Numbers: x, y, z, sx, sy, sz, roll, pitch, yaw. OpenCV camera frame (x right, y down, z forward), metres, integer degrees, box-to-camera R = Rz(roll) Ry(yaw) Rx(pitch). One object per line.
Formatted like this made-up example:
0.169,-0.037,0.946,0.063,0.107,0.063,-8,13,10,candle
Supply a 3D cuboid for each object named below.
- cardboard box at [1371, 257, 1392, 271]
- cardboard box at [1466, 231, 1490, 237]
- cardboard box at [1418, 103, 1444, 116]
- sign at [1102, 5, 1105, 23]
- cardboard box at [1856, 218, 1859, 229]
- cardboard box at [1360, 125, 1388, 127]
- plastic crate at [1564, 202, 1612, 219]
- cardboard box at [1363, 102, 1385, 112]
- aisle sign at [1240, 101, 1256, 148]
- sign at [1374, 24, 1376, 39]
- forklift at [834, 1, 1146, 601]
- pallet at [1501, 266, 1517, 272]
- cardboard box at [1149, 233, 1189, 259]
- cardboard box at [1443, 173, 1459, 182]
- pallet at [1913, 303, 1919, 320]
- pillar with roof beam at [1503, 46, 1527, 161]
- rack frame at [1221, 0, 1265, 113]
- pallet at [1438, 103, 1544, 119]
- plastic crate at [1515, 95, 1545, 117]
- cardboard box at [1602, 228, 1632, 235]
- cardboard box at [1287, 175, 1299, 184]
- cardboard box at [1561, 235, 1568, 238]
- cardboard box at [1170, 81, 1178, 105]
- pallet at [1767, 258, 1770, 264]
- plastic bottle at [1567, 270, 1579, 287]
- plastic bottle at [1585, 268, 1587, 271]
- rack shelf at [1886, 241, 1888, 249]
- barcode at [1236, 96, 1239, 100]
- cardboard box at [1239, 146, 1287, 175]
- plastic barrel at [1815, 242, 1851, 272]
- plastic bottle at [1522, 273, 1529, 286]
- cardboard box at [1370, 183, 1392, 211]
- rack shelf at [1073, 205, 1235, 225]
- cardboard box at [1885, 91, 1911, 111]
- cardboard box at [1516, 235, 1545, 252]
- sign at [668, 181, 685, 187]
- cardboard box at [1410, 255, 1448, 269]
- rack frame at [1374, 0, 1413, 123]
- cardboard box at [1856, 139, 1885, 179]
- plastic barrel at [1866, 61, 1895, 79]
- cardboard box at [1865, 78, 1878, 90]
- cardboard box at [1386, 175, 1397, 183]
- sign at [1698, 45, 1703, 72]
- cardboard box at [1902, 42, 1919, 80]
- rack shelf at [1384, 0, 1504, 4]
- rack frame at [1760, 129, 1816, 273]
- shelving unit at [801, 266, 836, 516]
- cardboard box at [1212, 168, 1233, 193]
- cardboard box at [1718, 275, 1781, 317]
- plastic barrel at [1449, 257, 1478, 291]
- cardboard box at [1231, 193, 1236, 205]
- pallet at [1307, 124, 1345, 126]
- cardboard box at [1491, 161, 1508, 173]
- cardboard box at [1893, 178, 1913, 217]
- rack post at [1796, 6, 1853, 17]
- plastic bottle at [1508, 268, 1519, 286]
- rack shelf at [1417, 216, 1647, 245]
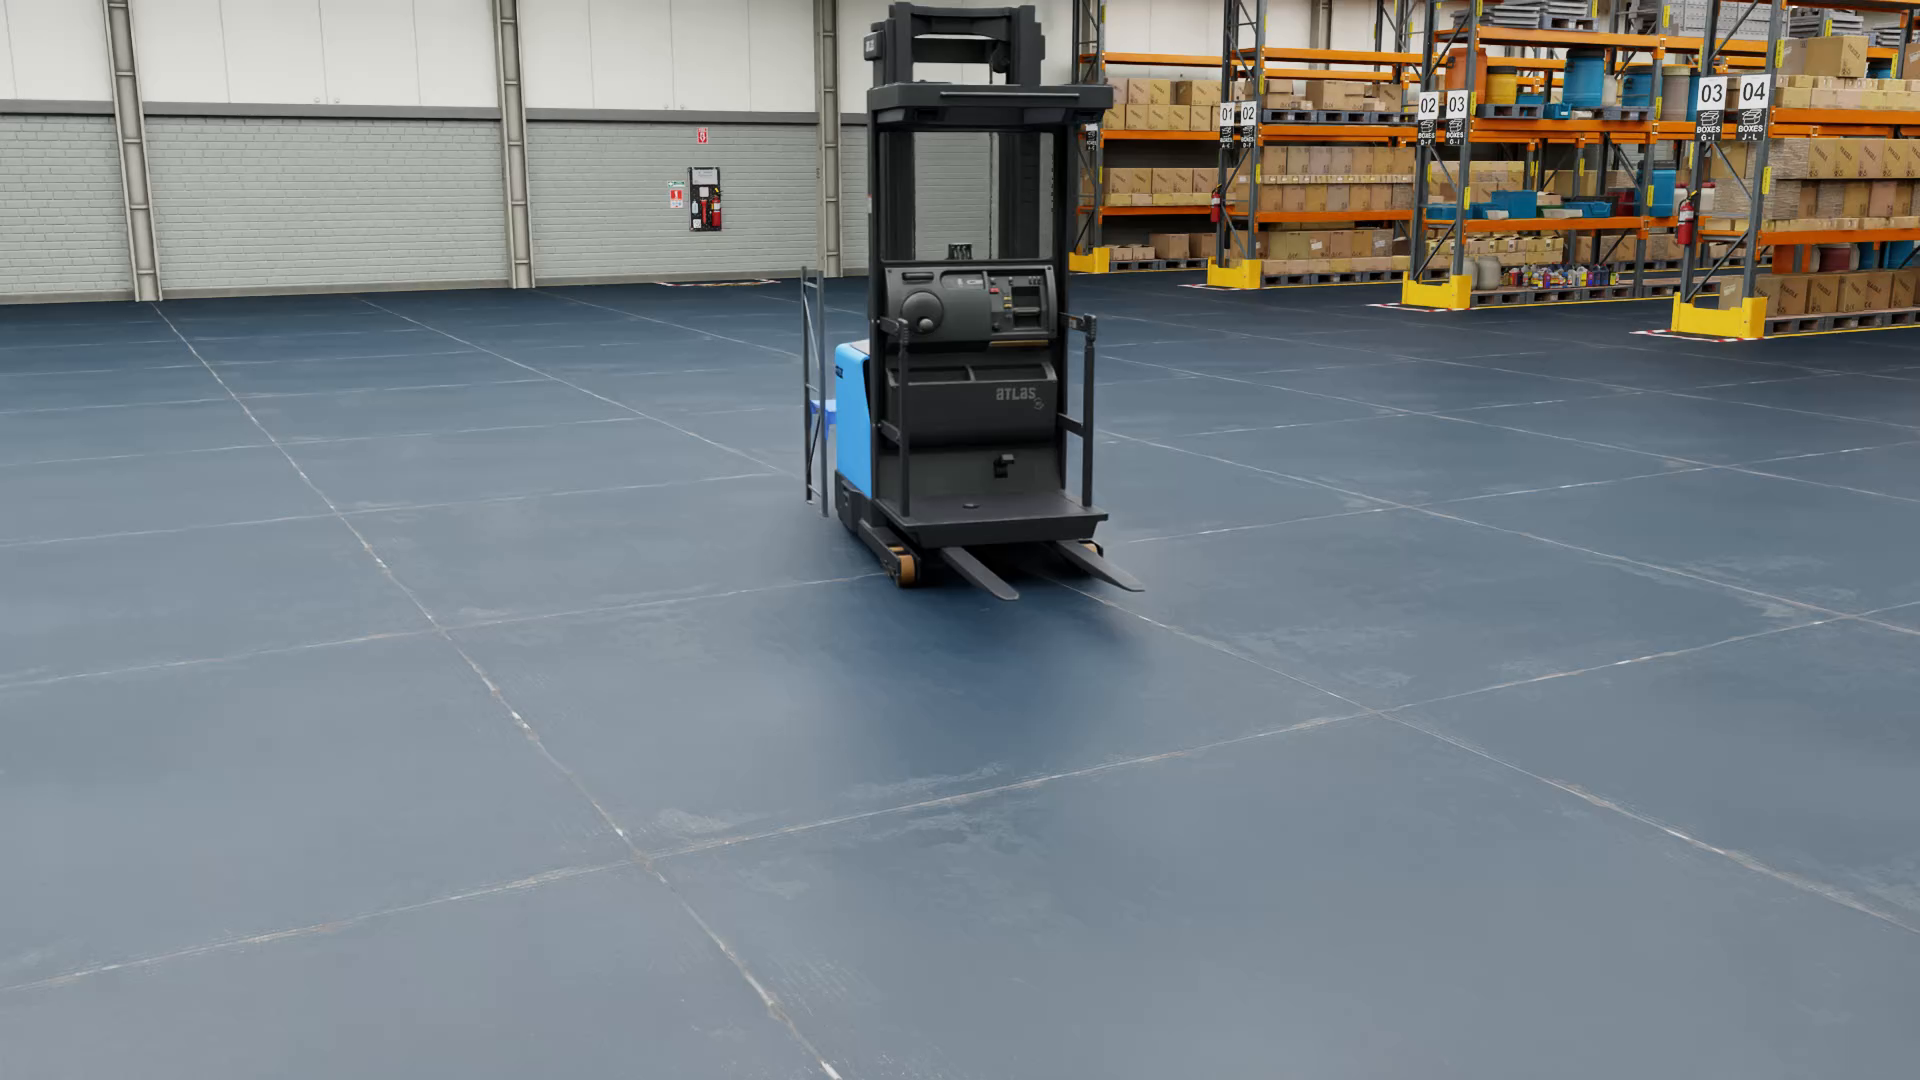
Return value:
7.690,-5.162,31.022,0.500,0.250,0.500,-7,14,-28,cardboard box
11.794,-7.205,38.732,0.750,0.750,0.750,-6,14,-26,cardboard box
8.982,-8.099,31.316,0.500,0.250,0.500,-5,14,-22,cardboard box
2.808,-10.290,32.531,0.005,0.325,0.100,-7,14,-28,sign
11.552,-4.163,21.846,0.250,0.149,0.380,-7,14,-28,cardboard box
9.068,-9.117,36.616,0.500,0.311,0.500,-7,14,-28,cardboard box
9.965,-5.244,26.418,0.616,0.251,0.499,-7,14,-28,plastic crate
7.508,-7.875,30.234,0.250,0.149,0.380,-7,14,-28,cardboard box
5.014,-7.222,28.947,0.004,0.787,0.394,-7,14,-28,aisle sign
9.301,-11.382,37.200,0.005,0.325,0.100,-7,14,-28,sign
0.121,-1.286,8.649,1.130,2.935,3.031,-3,13,-15,forklift
10.136,-5.294,32.653,1.213,0.211,1.003,-7,14,-28,pallet
4.367,-6.152,34.804,0.500,0.500,0.700,-8,15,-31,cardboard box
11.020,-8.126,37.935,0.500,0.500,0.500,-7,14,-28,cardboard box
13.862,-3.253,23.582,1.213,0.211,1.003,-7,14,-28,pallet
15.344,-10.574,36.098,0.400,9.000,9.100,-7,14,-28,pillar with roof beam
4.925,-8.946,28.867,0.127,3.000,1.000,-7,14,-28,rack frame
8.068,-6.504,25.276,1.213,0.211,1.003,-7,14,-28,pallet
8.825,-6.779,26.103,0.575,0.384,0.392,-7,14,-28,plastic crate
13.599,-6.481,34.559,0.500,0.250,0.500,-7,15,-29,cardboard box
5.823,-6.439,29.683,0.250,0.149,0.380,-7,14,-28,cardboard box
12.656,-6.000,34.129,0.500,0.500,0.500,-6,14,-26,cardboard box
4.164,-9.238,34.443,0.500,0.500,0.500,-7,14,-28,cardboard box
18.203,-6.250,36.902,1.213,0.211,1.003,-7,14,-28,pallet
9.783,-4.177,26.541,0.135,0.276,0.152,-7,14,-27,plastic bottle
10.118,-4.254,26.880,0.135,0.276,0.152,-7,14,-28,plastic bottle
14.935,-4.390,23.924,4.000,0.370,1.077,-7,14,-28,rack shelf
4.959,-7.891,29.686,0.075,0.075,0.001,-7,14,-28,barcode
5.388,-6.754,29.604,0.500,0.500,0.700,-7,14,-28,cardboard box
15.730,-5.108,30.011,0.708,0.588,0.600,-7,14,-28,plastic barrel
9.130,-4.206,26.836,0.097,0.201,0.097,0,13,0,plastic bottle
7.590,-6.385,30.919,0.500,0.500,0.700,-7,14,-28,cardboard box
4.304,-6.833,34.779,4.000,0.370,1.077,-7,14,-28,rack shelf
11.996,-5.715,21.683,0.500,0.250,0.500,-7,14,-28,cardboard box
11.152,-5.840,32.755,0.500,0.311,0.500,-7,14,-29,cardboard box
-5.232,-6.567,30.668,0.331,0.109,0.001,-7,14,-28,sign
8.909,-5.299,31.627,0.500,0.250,0.500,-7,15,-29,cardboard box
9.570,-10.742,36.846,0.127,3.000,1.000,-7,14,-28,rack frame
11.598,-4.955,21.612,0.500,0.500,0.500,-7,14,-28,cardboard box
16.403,-8.031,29.532,0.708,0.901,0.600,-7,14,-28,plastic barrel
11.600,-5.875,21.483,0.250,0.149,0.380,-7,15,-30,cardboard box
7.854,-6.682,30.764,0.250,0.149,0.380,-7,15,-30,cardboard box
9.420,-6.115,21.099,0.005,0.325,0.100,-7,14,-28,sign
12.907,-6.336,22.054,0.500,0.500,0.500,-7,15,-30,cardboard box
11.326,-12.223,37.495,4.000,0.370,1.077,-7,14,-28,rack shelf
14.317,-5.906,29.021,0.127,3.000,1.000,-7,14,-28,rack frame
-0.422,-0.966,10.487,1.048,1.500,0.538,-4,13,-17,shelving unit
5.357,-7.534,34.843,0.500,0.500,0.500,-7,14,-28,cardboard box
10.225,-3.158,21.546,0.500,0.500,0.500,-4,13,-17,cardboard box
7.836,-4.140,25.882,0.421,0.512,0.421,0,13,0,plastic barrel
5.789,-7.223,35.169,0.500,0.250,0.500,-7,14,-28,cardboard box
7.561,-8.921,36.011,1.003,0.211,1.213,-7,14,-28,pallet
12.340,-8.655,38.579,0.500,0.250,0.500,-6,14,-27,cardboard box
12.299,-4.644,22.506,0.500,0.500,0.875,-7,14,-28,cardboard box
14.954,-9.185,28.754,0.986,0.289,0.624,-7,14,-28,rack post
8.932,-4.249,26.861,0.135,0.276,0.152,-7,14,-27,plastic bottle
9.051,-4.924,26.296,4.000,0.370,1.077,-7,14,-28,rack shelf
